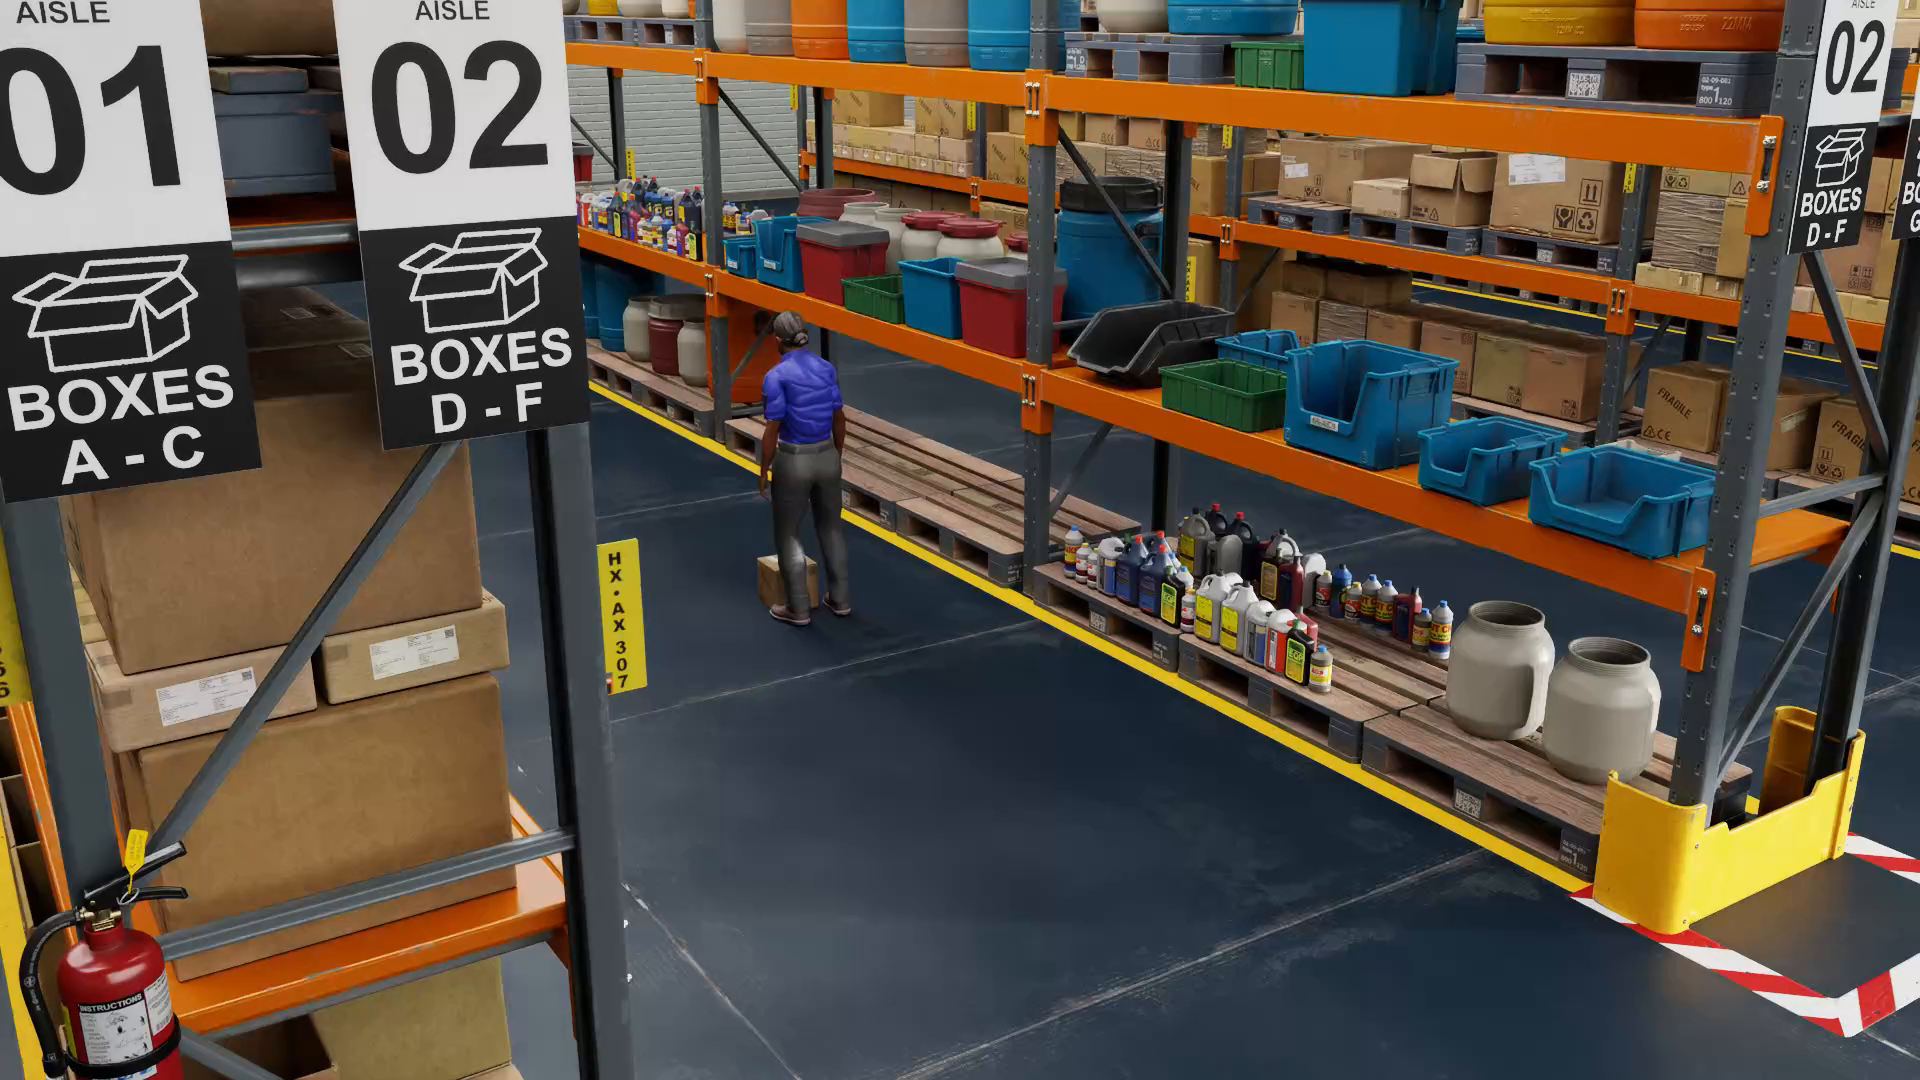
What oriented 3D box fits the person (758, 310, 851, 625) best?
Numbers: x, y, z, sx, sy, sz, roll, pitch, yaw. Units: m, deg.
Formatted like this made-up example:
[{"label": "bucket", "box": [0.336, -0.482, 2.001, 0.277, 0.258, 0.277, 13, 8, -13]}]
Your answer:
[{"label": "person", "box": [-0.810, -0.376, 8.706, 0.530, 1.656, 0.346, -13, 22, -34]}]
